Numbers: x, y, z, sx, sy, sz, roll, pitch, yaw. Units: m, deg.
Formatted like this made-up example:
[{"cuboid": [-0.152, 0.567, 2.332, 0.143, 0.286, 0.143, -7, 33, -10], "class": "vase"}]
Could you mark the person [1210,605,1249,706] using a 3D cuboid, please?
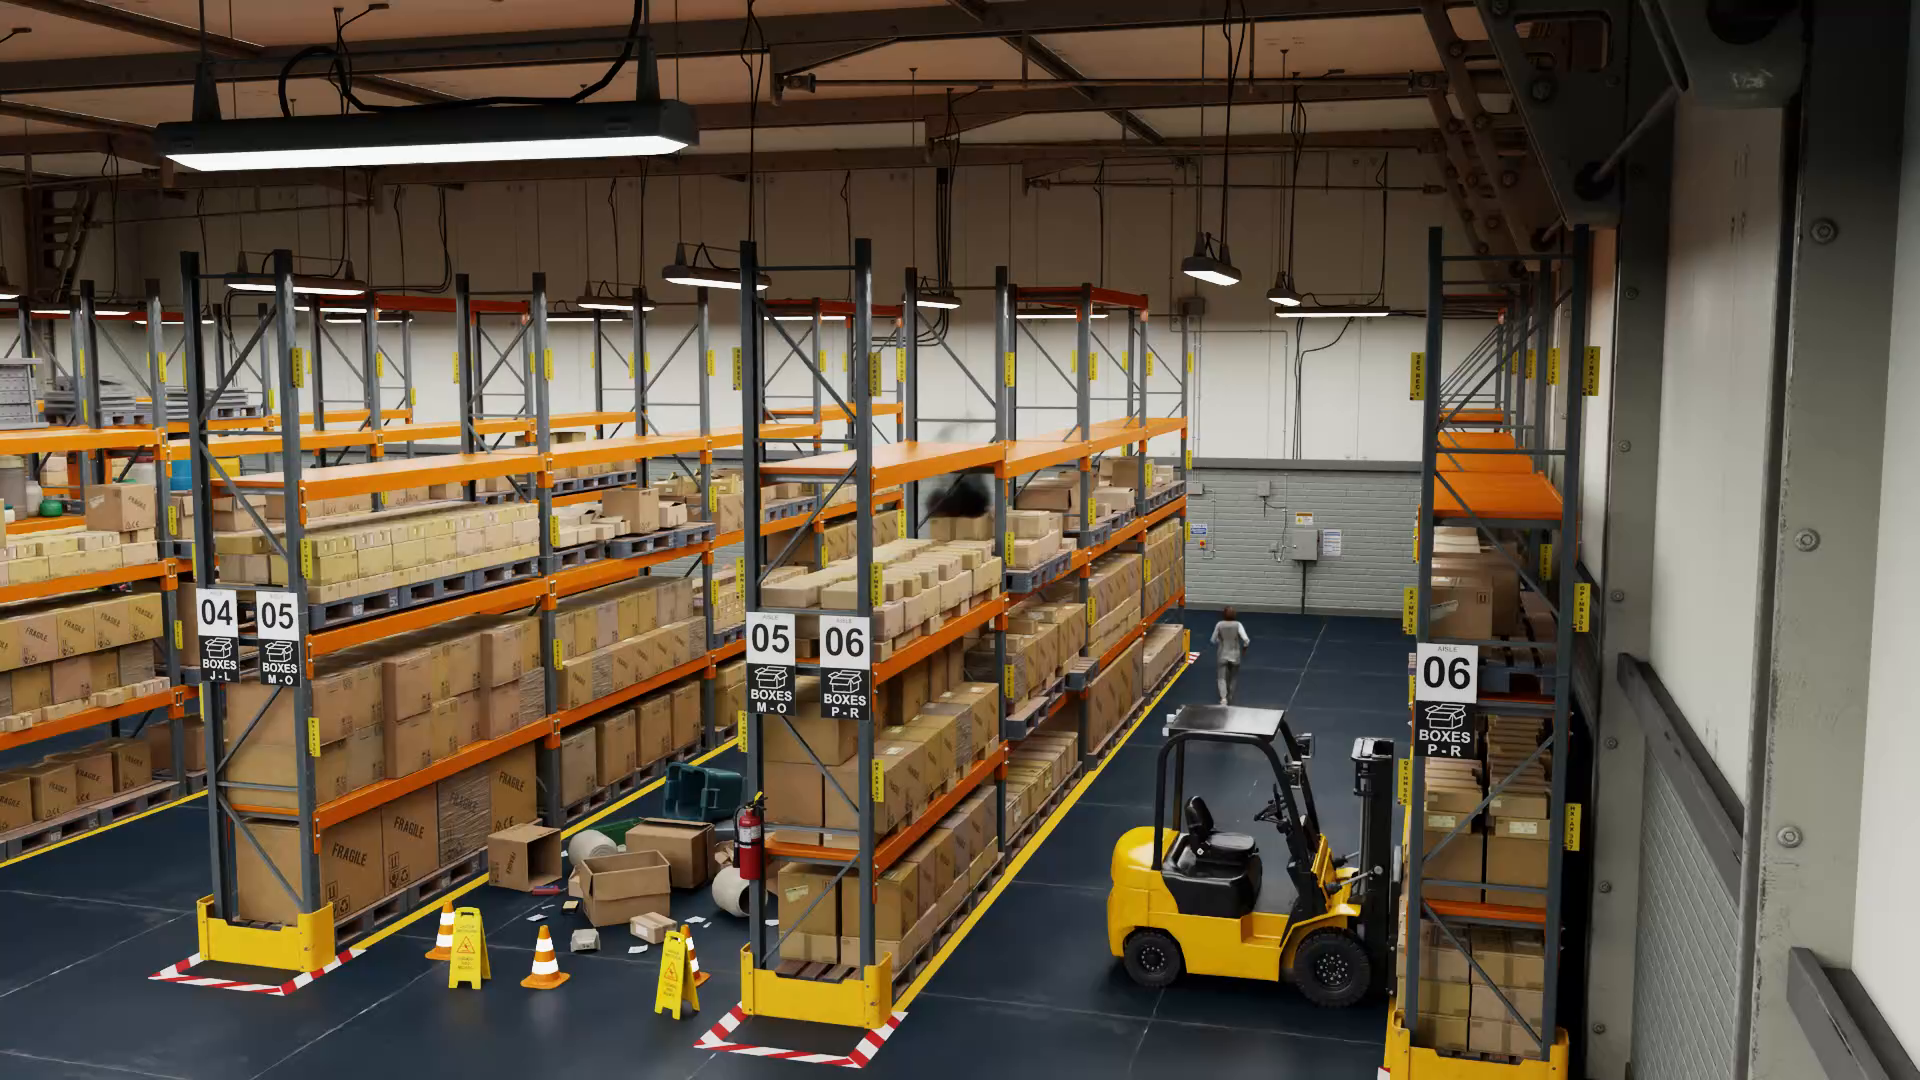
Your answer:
[{"cuboid": [3.854, 1.711, 23.801, 0.545, 1.574, 0.857, 1, 6, 8], "class": "person"}]

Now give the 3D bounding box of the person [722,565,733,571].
[{"cuboid": [-3.807, 1.279, 27.668, 0.662, 1.635, 0.645, 3, 7, 24], "class": "person"}]
